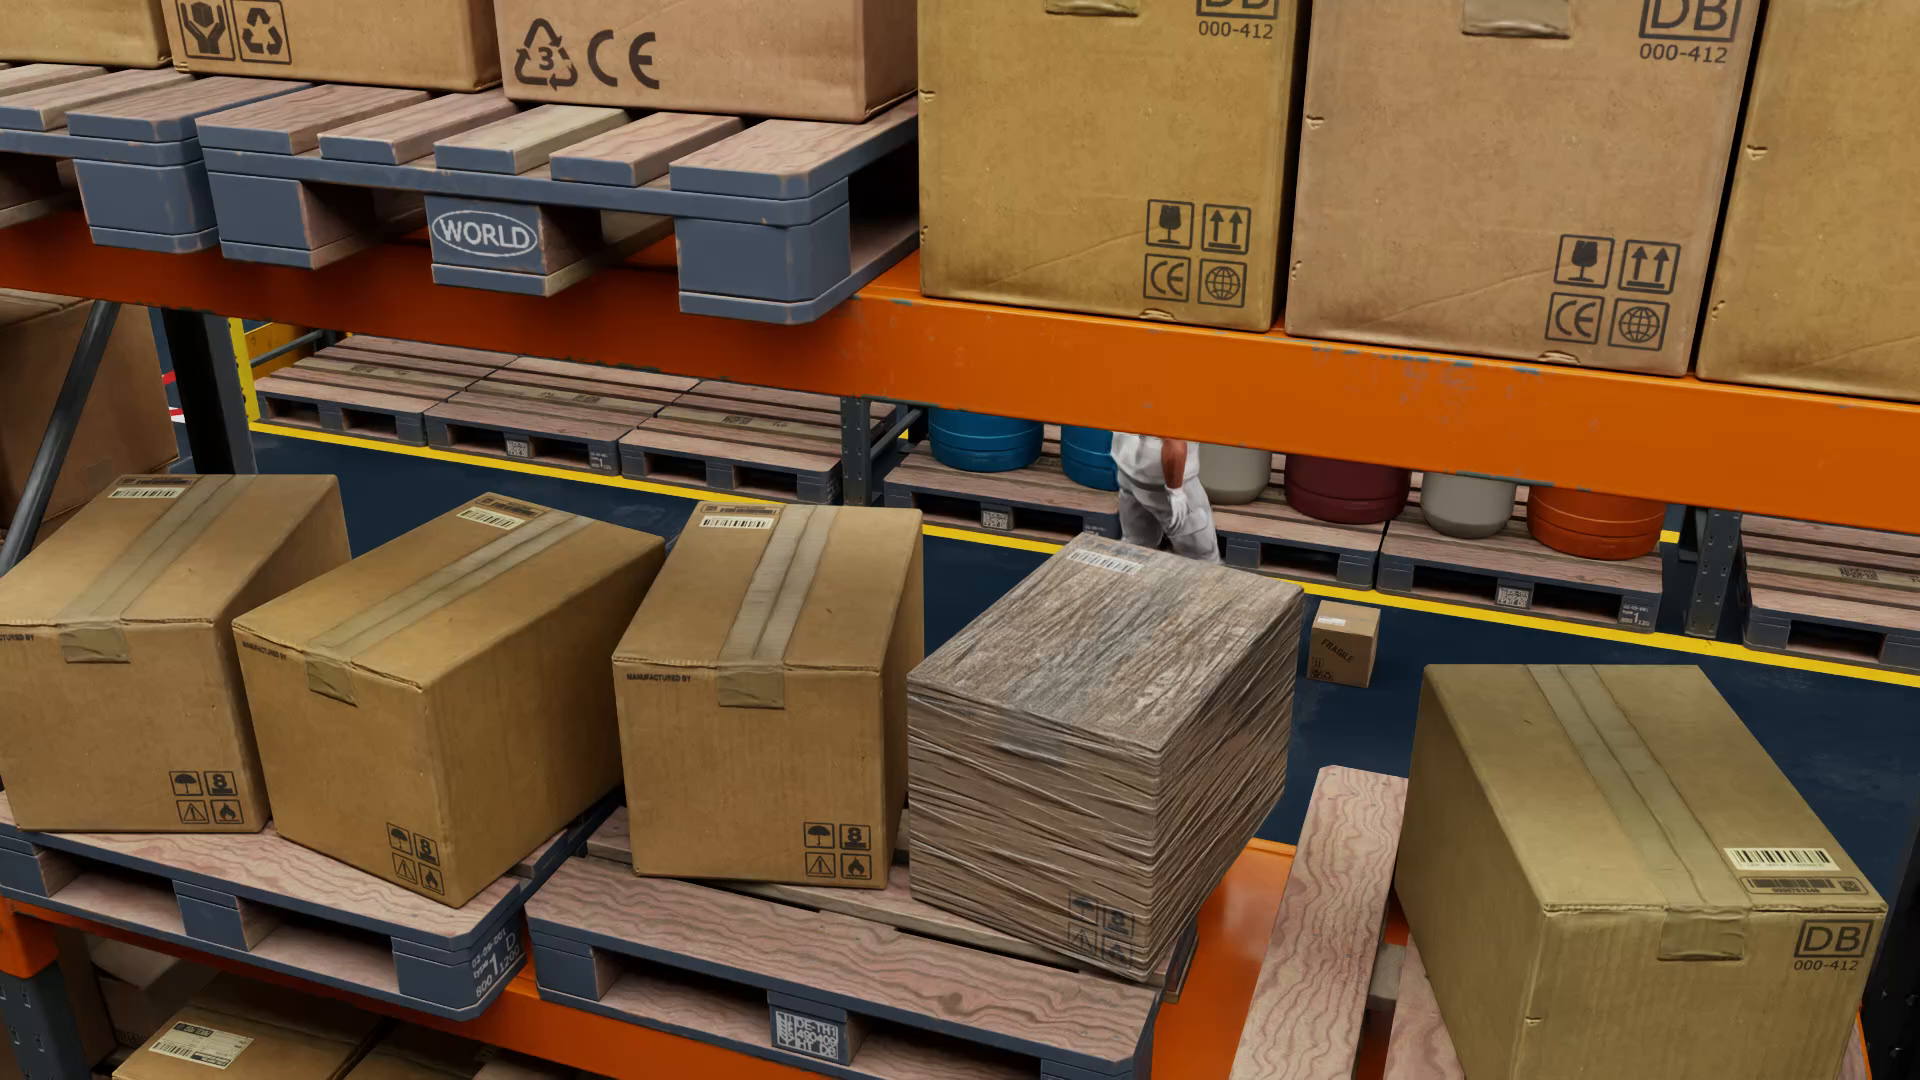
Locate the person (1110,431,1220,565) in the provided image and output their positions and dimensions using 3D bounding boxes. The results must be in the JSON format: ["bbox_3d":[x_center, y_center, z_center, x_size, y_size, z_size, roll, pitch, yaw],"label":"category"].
[{"bbox_3d":[0.767,-0.271,6.618,0.479,1.779,0.580,-9,27,-17],"label":"person"}]
